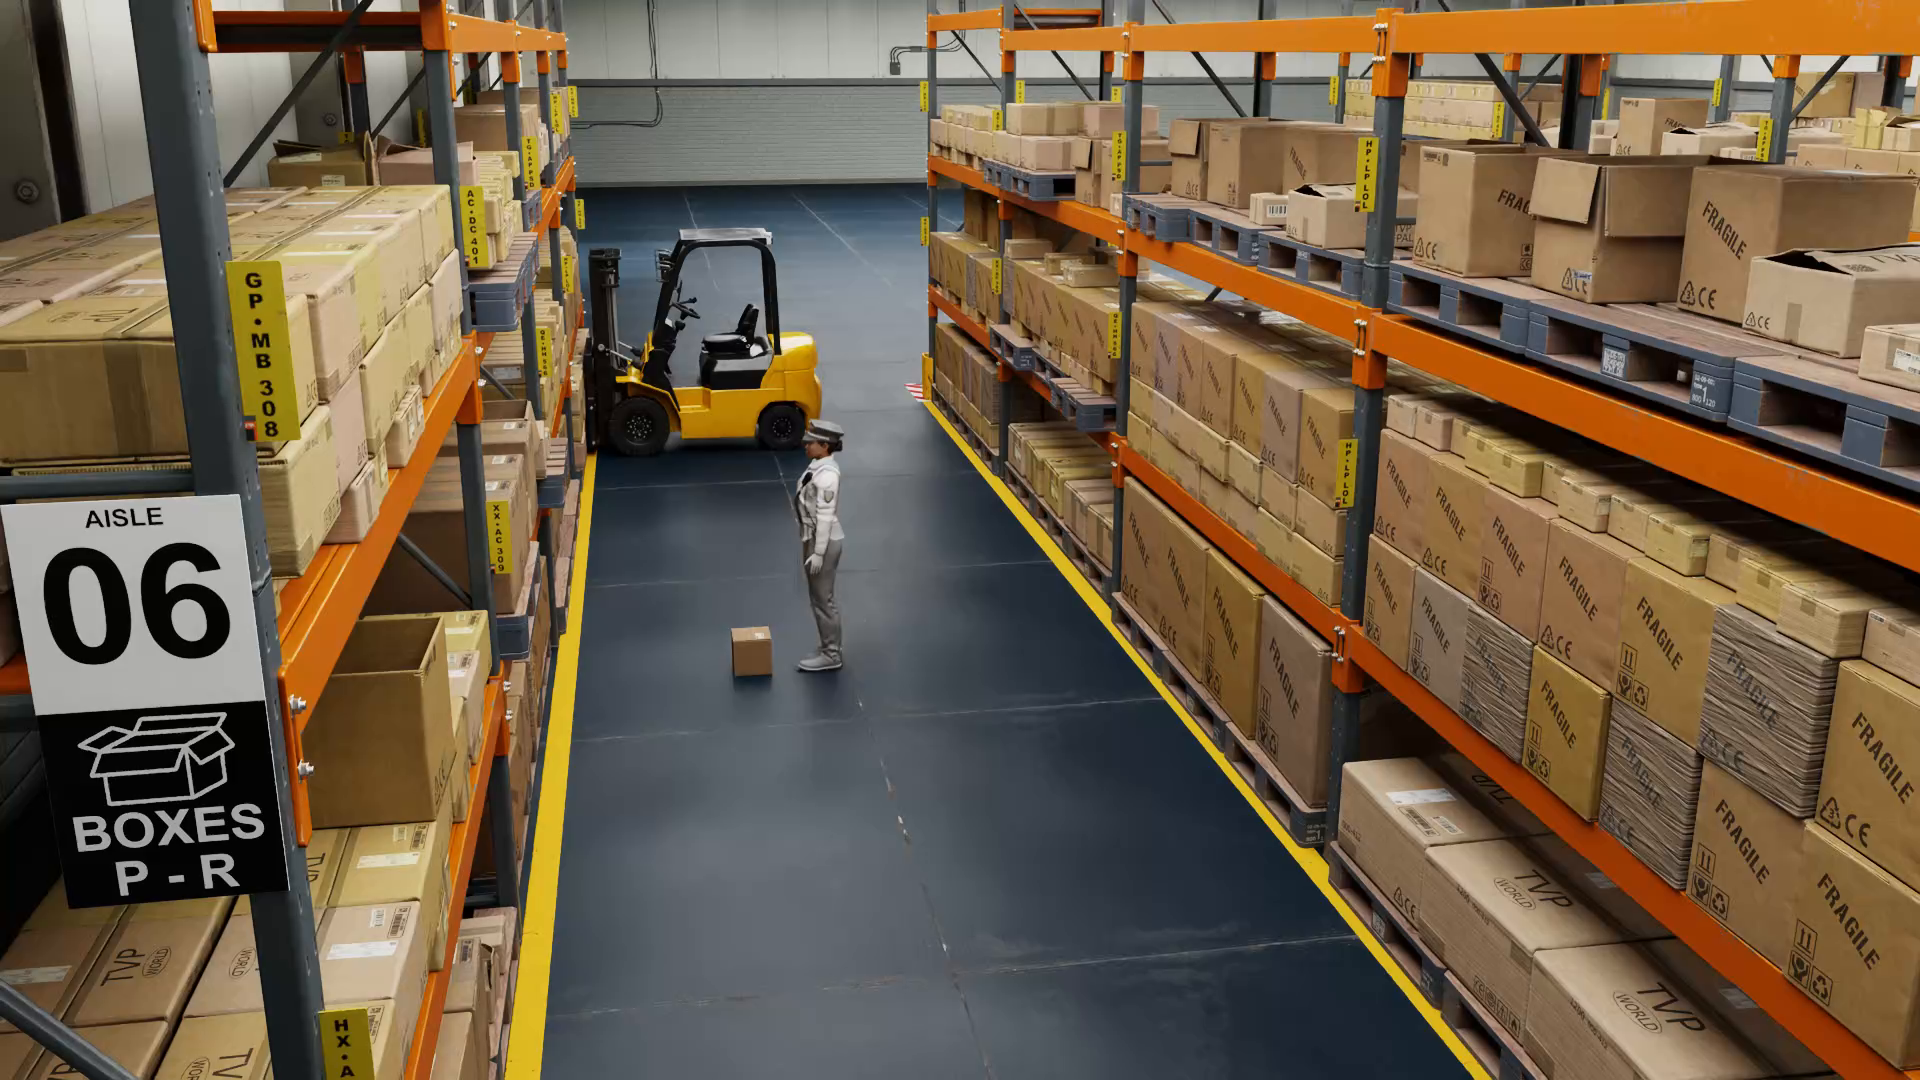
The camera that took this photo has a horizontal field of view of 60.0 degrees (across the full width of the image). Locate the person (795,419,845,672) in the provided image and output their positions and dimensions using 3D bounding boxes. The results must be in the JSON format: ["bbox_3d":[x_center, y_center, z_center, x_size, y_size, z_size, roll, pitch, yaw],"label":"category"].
[{"bbox_3d":[-0.912,0.051,10.903,0.348,1.732,0.475,-3,17,-9],"label":"person"}]
